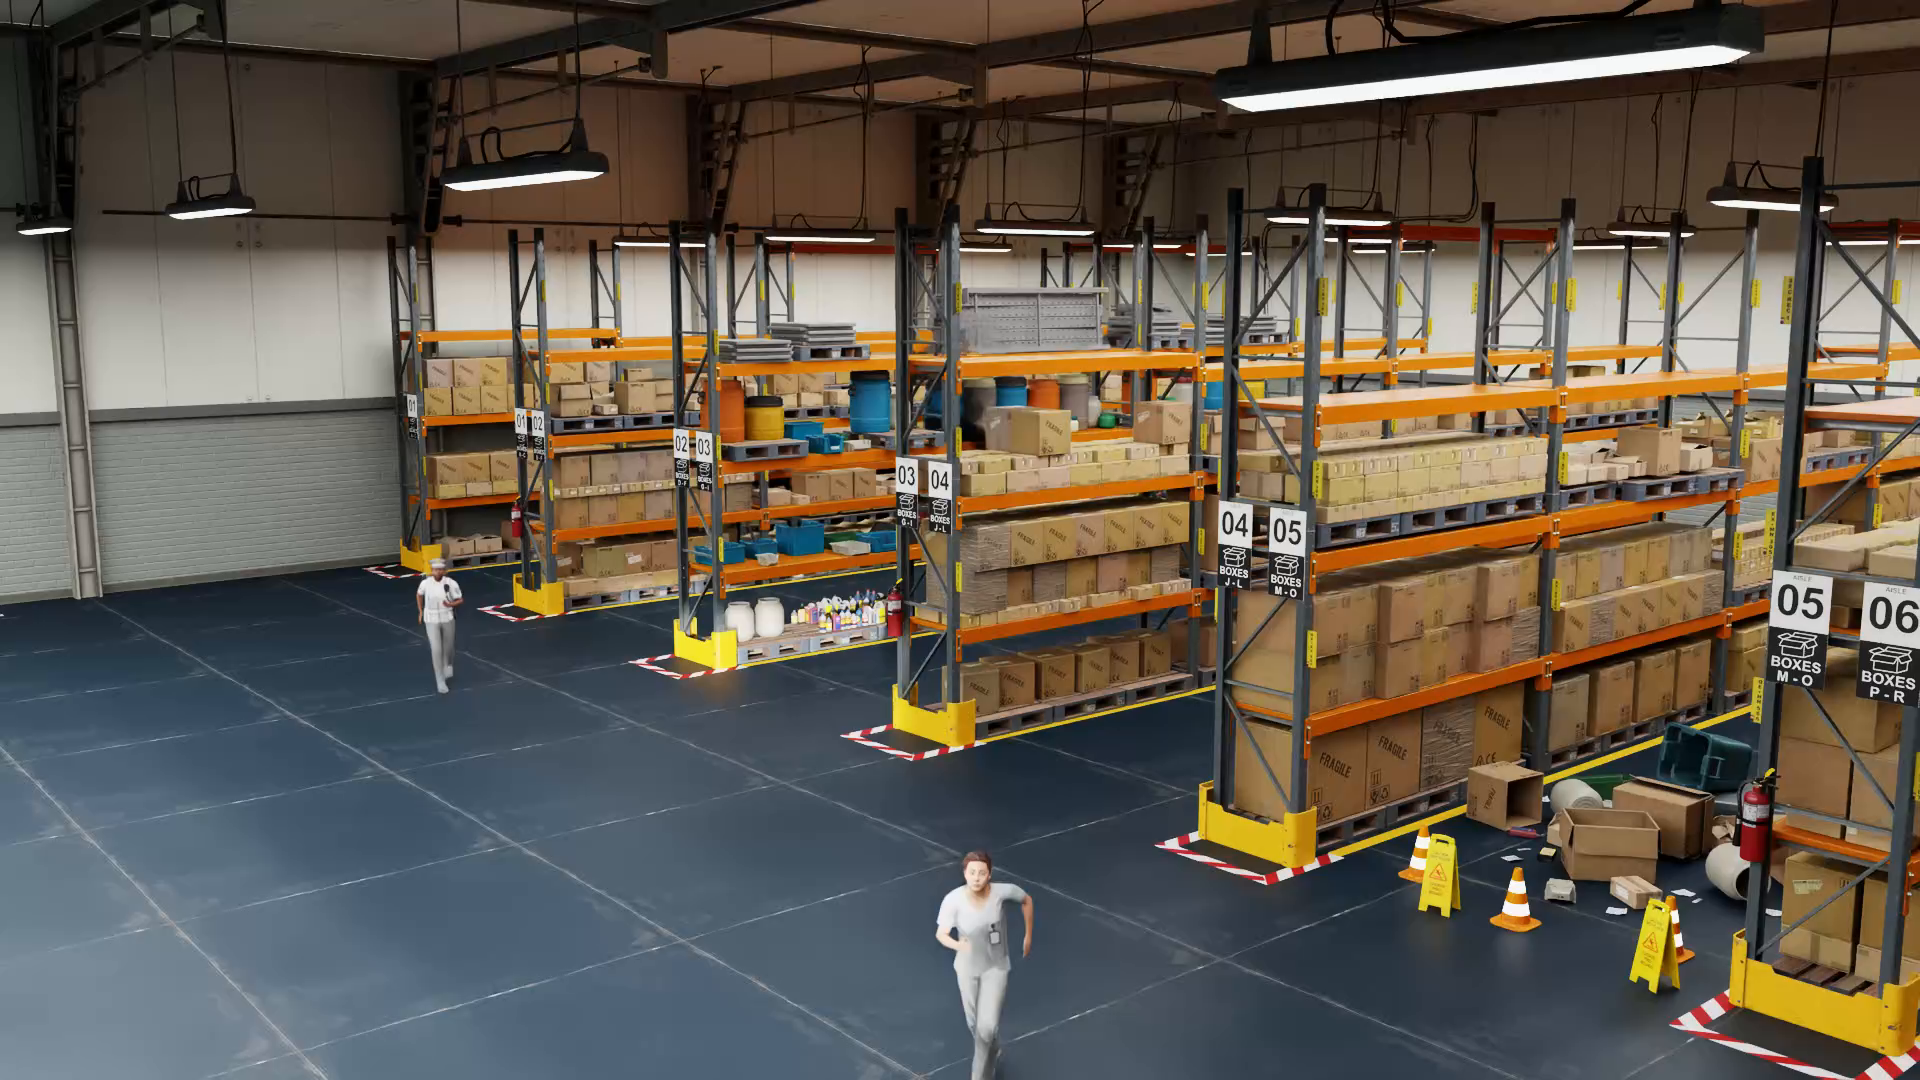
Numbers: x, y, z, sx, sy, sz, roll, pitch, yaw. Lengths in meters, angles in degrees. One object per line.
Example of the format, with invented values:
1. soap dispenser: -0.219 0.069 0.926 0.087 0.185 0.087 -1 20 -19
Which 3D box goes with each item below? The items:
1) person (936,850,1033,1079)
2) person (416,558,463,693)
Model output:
1. person: 0.155 2.745 10.556 0.588 1.666 0.812 1 9 7
2. person: -6.650 1.044 21.304 0.574 1.683 0.909 -3 9 -17
